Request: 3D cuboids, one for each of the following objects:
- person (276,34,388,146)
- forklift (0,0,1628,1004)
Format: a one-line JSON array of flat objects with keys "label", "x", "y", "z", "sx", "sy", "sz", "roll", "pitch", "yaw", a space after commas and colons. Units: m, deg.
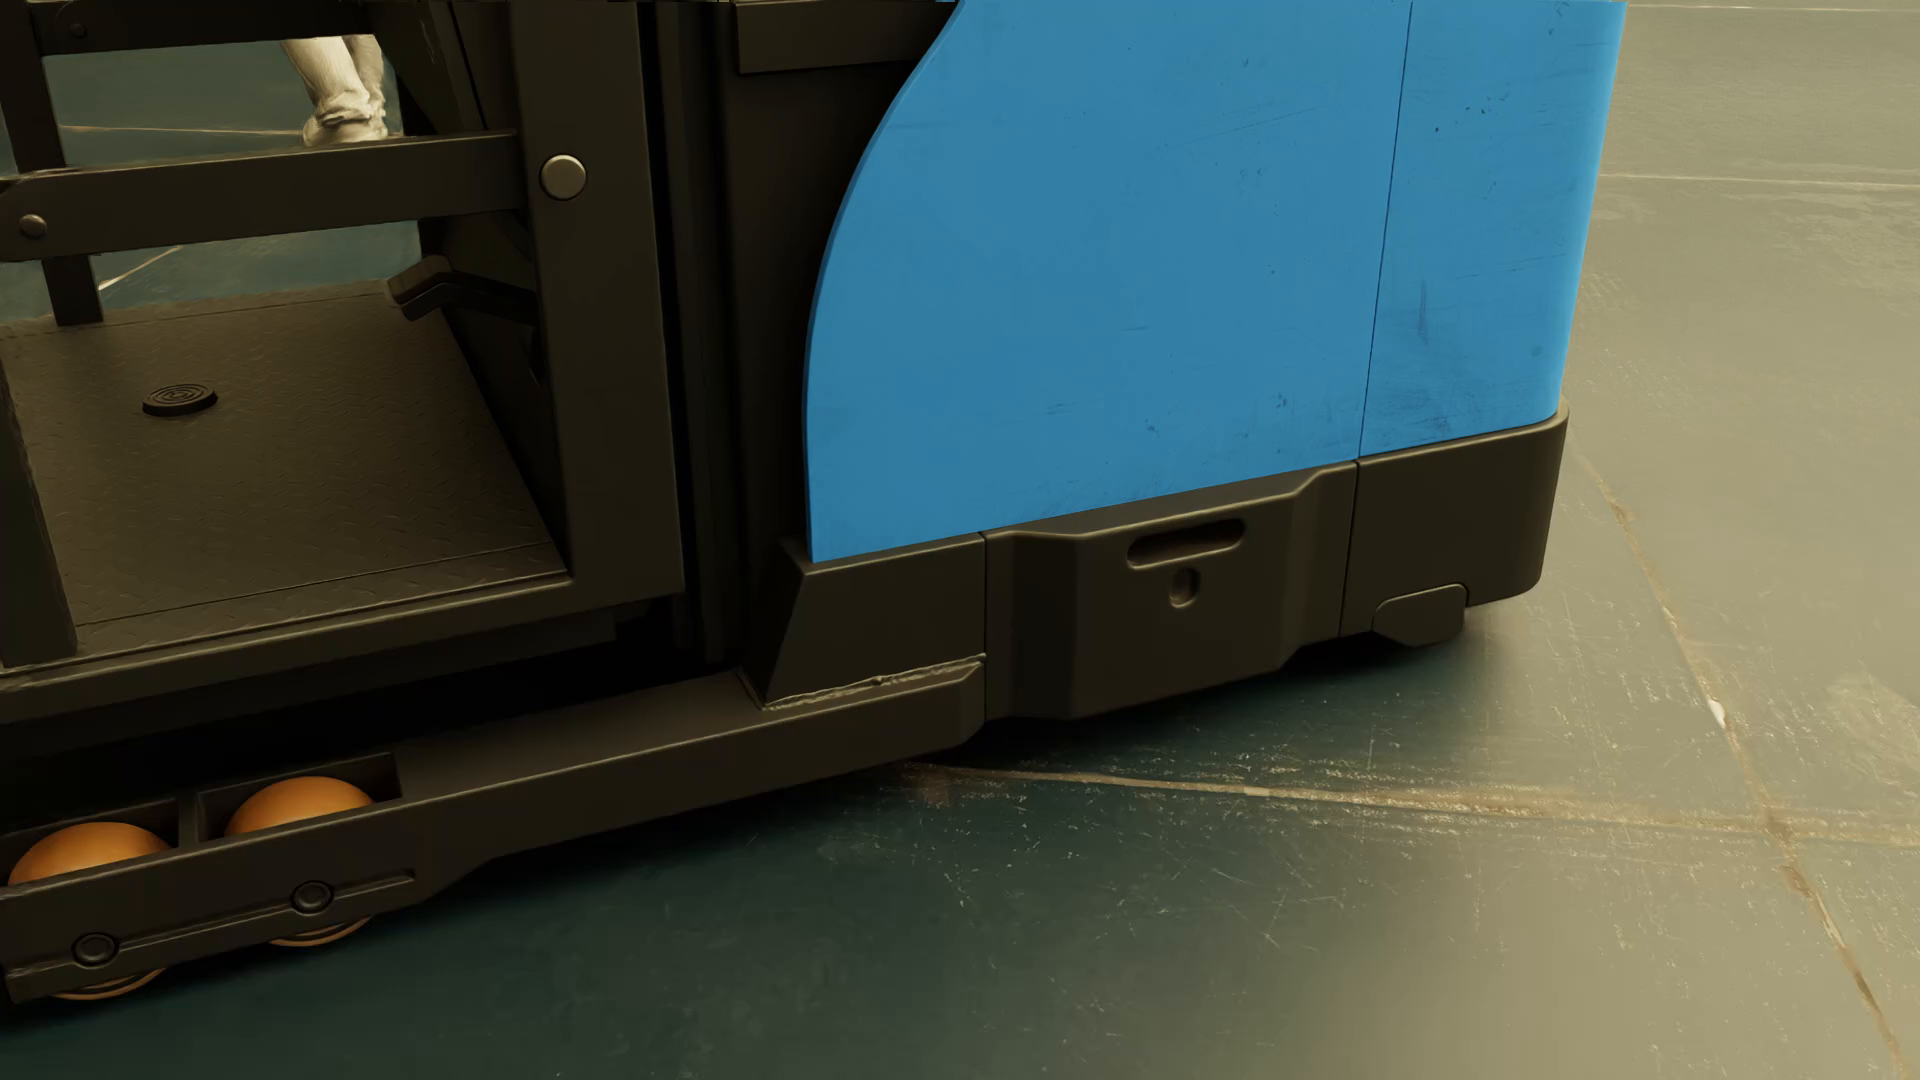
[{"label": "person", "x": -1.705, "y": -1.892, "z": 4.345, "sx": 0.982, "sy": 1.745, "sz": 0.739, "roll": -20, "pitch": 33, "yaw": -34}, {"label": "forklift", "x": -0.775, "y": -1.136, "z": 1.494, "sx": 3.031, "sy": 2.935, "sz": 1.130, "roll": -11, "pitch": 29, "yaw": -21}]
